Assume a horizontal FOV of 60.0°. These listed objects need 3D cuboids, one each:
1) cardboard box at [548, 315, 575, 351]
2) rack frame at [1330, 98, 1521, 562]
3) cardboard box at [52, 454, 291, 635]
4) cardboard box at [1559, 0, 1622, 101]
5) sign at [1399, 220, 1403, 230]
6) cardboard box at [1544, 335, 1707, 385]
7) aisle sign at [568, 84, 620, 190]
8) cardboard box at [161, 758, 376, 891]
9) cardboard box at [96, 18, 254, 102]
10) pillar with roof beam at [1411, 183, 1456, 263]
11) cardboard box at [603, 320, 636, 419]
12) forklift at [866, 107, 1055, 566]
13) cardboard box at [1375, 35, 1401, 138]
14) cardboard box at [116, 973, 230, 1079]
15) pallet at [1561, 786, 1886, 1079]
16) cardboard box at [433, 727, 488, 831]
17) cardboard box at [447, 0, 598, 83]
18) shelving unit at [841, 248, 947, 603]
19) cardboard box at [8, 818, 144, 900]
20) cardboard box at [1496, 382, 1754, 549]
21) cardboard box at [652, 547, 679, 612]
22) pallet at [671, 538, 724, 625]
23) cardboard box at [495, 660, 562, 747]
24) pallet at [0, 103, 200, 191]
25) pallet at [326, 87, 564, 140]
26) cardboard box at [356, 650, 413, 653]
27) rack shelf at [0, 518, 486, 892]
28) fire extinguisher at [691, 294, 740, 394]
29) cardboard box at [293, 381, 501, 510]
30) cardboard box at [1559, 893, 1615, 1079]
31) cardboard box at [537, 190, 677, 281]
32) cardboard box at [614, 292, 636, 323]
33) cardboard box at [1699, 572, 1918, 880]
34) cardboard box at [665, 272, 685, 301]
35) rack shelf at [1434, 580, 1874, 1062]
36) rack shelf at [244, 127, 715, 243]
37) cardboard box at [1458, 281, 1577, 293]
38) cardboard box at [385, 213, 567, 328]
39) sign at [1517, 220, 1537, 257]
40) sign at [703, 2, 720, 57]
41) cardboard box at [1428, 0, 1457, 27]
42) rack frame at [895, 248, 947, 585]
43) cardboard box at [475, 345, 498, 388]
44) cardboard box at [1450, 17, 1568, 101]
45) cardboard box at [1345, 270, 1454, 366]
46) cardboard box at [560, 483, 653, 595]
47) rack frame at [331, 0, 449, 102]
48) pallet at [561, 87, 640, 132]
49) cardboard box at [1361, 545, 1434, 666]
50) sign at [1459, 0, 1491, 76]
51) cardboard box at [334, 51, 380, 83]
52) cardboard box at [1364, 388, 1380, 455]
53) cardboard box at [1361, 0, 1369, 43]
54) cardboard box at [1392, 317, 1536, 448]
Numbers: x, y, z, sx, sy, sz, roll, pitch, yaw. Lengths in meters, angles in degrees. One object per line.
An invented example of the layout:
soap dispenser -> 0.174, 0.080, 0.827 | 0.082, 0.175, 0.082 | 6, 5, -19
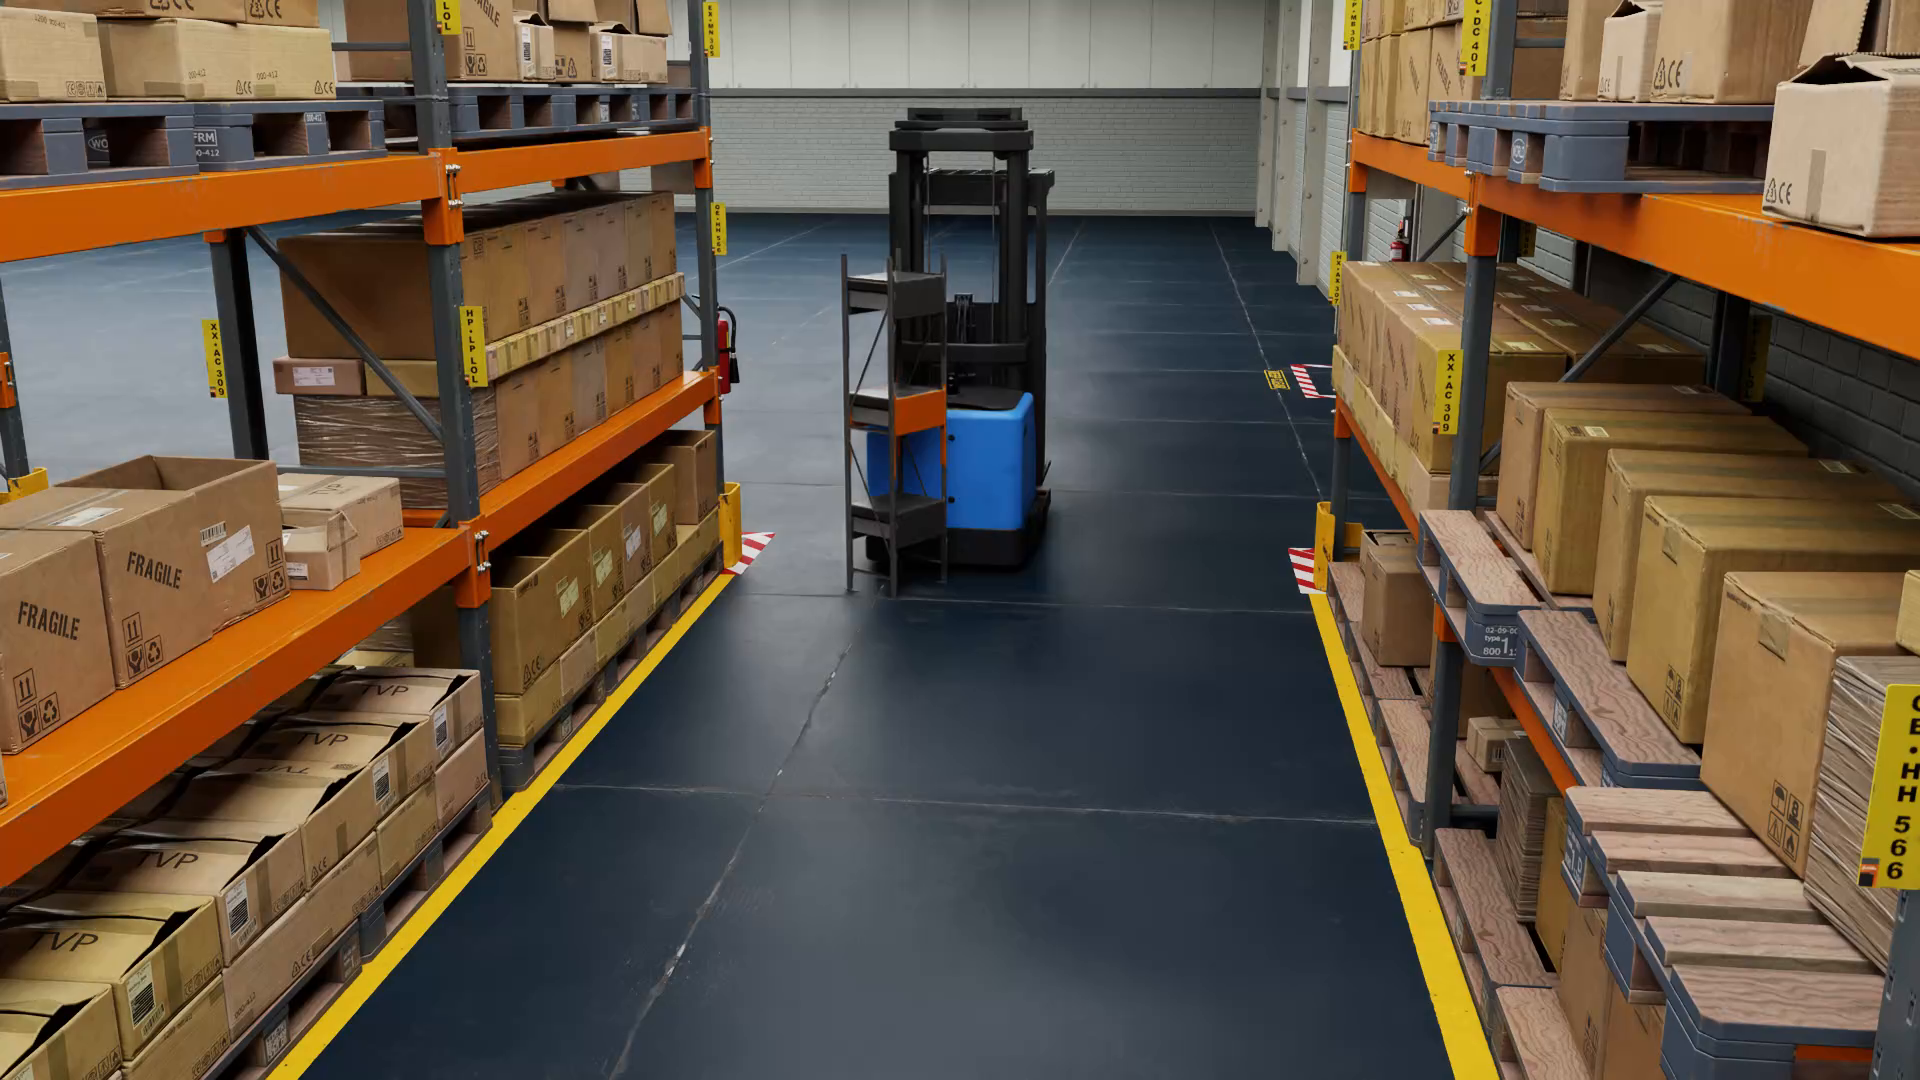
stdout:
cardboard box -> -2.154, -1.037, 8.318 | 0.380, 0.149, 0.250 | 1, 15, 5
rack frame -> 2.856, -1.170, 10.243 | 1.000, 3.000, 0.127 | 2, 15, 6
cardboard box -> -2.680, 0.009, 5.689 | 0.500, 0.500, 0.500 | 3, 15, 10
cardboard box -> 2.263, -1.692, 5.431 | 0.500, 0.500, 0.500 | 4, 16, 14
sign -> 4.795, -3.317, 18.113 | 0.001, 0.329, 0.234 | 2, 15, 6
cardboard box -> 2.665, -0.548, 6.753 | 0.500, 0.500, 0.500 | 1, 15, 5
aisle sign -> -2.364, -2.596, 10.536 | 0.394, 0.787, 0.004 | 2, 15, 6
cardboard box -> -2.390, 0.954, 5.775 | 0.500, 0.311, 0.500 | 2, 15, 6
cardboard box -> -2.656, -1.554, 5.398 | 0.500, 0.250, 0.500 | 0, 15, 1
pillar with roof beam -> 0.036, -5.542, 14.918 | 9.100, 9.000, 0.400 | 2, 15, 6
cardboard box -> -2.248, -0.978, 9.340 | 0.700, 0.500, 0.500 | 2, 15, 7
forklift -> 0.087, -1.584, 11.907 | 1.130, 2.935, 3.031 | 2, 15, 7
cardboard box -> 2.419, -2.324, 8.532 | 0.500, 0.500, 0.500 | 2, 15, 9
cardboard box -> -2.510, 1.492, 4.861 | 0.500, 0.250, 0.500 | 1, 15, 5
pallet -> 1.928, 0.809, 3.290 | 1.213, 0.211, 1.003 | 2, 15, 6
cardboard box -> -2.277, 0.963, 6.817 | 0.500, 0.250, 0.500 | 2, 15, 6
cardboard box -> -2.207, -2.469, 8.030 | 0.797, 0.503, 0.637 | 3, 16, 12
shelving unit -> -0.396, -0.712, 10.271 | 0.431, 2.100, 0.503 | 12, 19, 38
cardboard box -> -2.984, 1.075, 5.329 | 0.500, 0.311, 0.500 | 2, 15, 8
cardboard box -> 2.313, -0.262, 5.851 | 0.700, 0.500, 0.500 | 2, 15, 6
cardboard box -> -1.933, 0.217, 9.576 | 0.500, 0.250, 0.500 | 2, 15, 6
pallet -> -2.111, 0.231, 10.405 | 1.003, 0.211, 1.213 | 2, 15, 6
cardboard box -> -2.164, 0.736, 7.658 | 0.500, 0.250, 0.500 | 2, 15, 6
pallet -> -2.858, -1.066, 4.472 | 1.003, 0.211, 1.213 | 2, 15, 9
pallet -> -2.448, -1.905, 7.383 | 1.003, 0.211, 1.213 | 2, 15, 6
cardboard box -> -2.617, 0.591, 8.193 | 0.500, 0.250, 0.500 | 2, 15, 6
rack shelf -> -2.744, 0.588, 5.118 | 1.077, 0.370, 4.000 | 2, 15, 6
fire extinguisher -> -1.592, -1.295, 10.852 | 0.296, 0.674, 0.183 | 2, 15, 6
cardboard box -> -2.474, -0.441, 7.355 | 0.700, 0.500, 0.500 | 1, 15, 5
cardboard box -> 2.232, 1.320, 4.981 | 0.700, 0.500, 0.500 | 2, 15, 7
cardboard box -> -2.138, -1.855, 10.099 | 0.700, 0.500, 0.500 | 2, 15, 6
cardboard box -> -2.037, -1.304, 9.304 | 0.380, 0.149, 0.250 | 2, 15, 8
cardboard box -> 2.032, 0.376, 3.490 | 0.700, 0.500, 0.500 | 0, 15, 1
cardboard box -> -1.920, -1.572, 10.294 | 0.380, 0.149, 0.250 | 1, 15, 5
rack shelf -> 2.179, 0.733, 4.582 | 1.077, 0.370, 4.000 | 2, 15, 6
rack shelf -> -2.292, -1.897, 8.563 | 1.077, 0.370, 4.000 | 2, 15, 6
cardboard box -> 2.893, -1.076, 8.709 | 0.500, 0.500, 0.500 | 1, 15, 5
cardboard box -> -2.361, -1.328, 8.151 | 0.700, 0.500, 0.500 | 2, 15, 6
sign -> 3.405, -1.860, 9.971 | 0.100, 0.325, 0.005 | 2, 15, 6
sign -> -1.529, -3.133, 10.210 | 0.100, 0.325, 0.005 | 2, 15, 6
cardboard box -> 2.243, -2.402, 6.908 | 0.500, 0.500, 0.500 | 3, 15, 9
rack frame -> -0.241, -0.761, 10.453 | 0.400, 2.100, 0.015 | 12, 19, 38
cardboard box -> -2.267, -0.768, 7.322 | 0.380, 0.149, 0.250 | 2, 15, 7
cardboard box -> 2.216, -1.777, 6.513 | 0.500, 0.500, 0.500 | 2, 15, 8
cardboard box -> 2.438, -1.226, 9.264 | 0.500, 0.500, 0.500 | 2, 15, 6
cardboard box -> -1.987, -0.015, 8.998 | 0.500, 0.500, 0.500 | 2, 15, 6
rack frame -> -2.518, -3.174, 6.159 | 1.000, 3.000, 0.127 | 2, 15, 6
pallet -> -2.307, -2.220, 8.550 | 1.003, 0.211, 1.213 | 2, 15, 6
cardboard box -> 2.492, 0.338, 8.613 | 0.700, 0.500, 0.500 | 1, 15, 3
sign -> 1.864, -1.844, 5.999 | 0.100, 0.325, 0.005 | 2, 15, 6
cardboard box -> -2.654, -2.196, 7.697 | 0.380, 0.149, 0.250 | 2, 15, 6
cardboard box -> 2.318, -0.592, 8.354 | 0.500, 0.250, 0.500 | 2, 15, 7
cardboard box -> 2.571, -3.066, 9.362 | 0.500, 0.500, 0.500 | 1, 15, 2
cardboard box -> 2.201, -0.693, 7.292 | 0.500, 0.500, 0.500 | 2, 15, 6
